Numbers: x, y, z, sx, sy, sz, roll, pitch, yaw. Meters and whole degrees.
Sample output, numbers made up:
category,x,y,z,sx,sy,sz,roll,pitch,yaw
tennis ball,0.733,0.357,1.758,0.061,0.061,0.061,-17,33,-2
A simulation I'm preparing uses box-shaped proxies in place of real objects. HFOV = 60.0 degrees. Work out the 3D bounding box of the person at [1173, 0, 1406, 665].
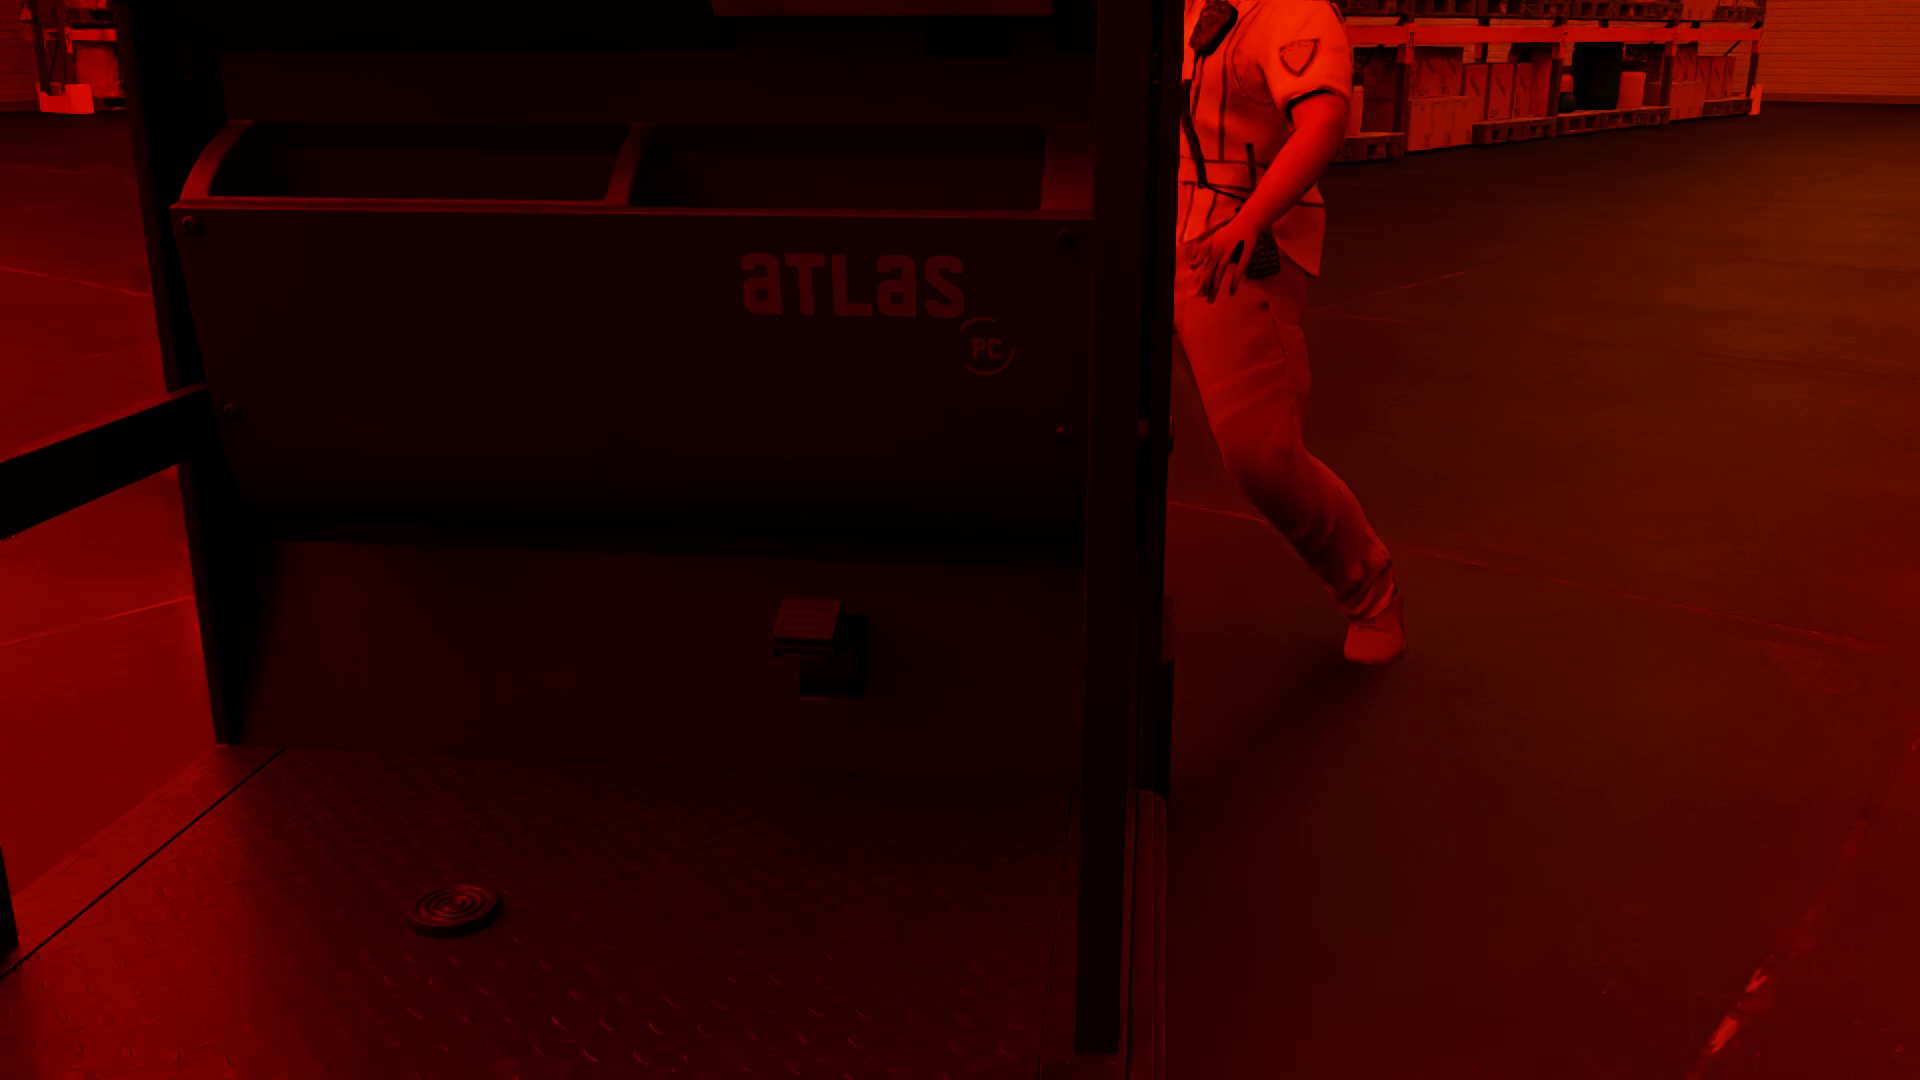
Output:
category,x,y,z,sx,sy,sz,roll,pitch,yaw
person,0.499,-0.566,3.256,0.691,1.546,0.895,-6,18,-19

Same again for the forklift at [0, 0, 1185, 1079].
category,x,y,z,sx,sy,sz,roll,pitch,yaw
forklift,-0.348,-0.745,1.351,1.130,2.935,3.031,2,17,6
